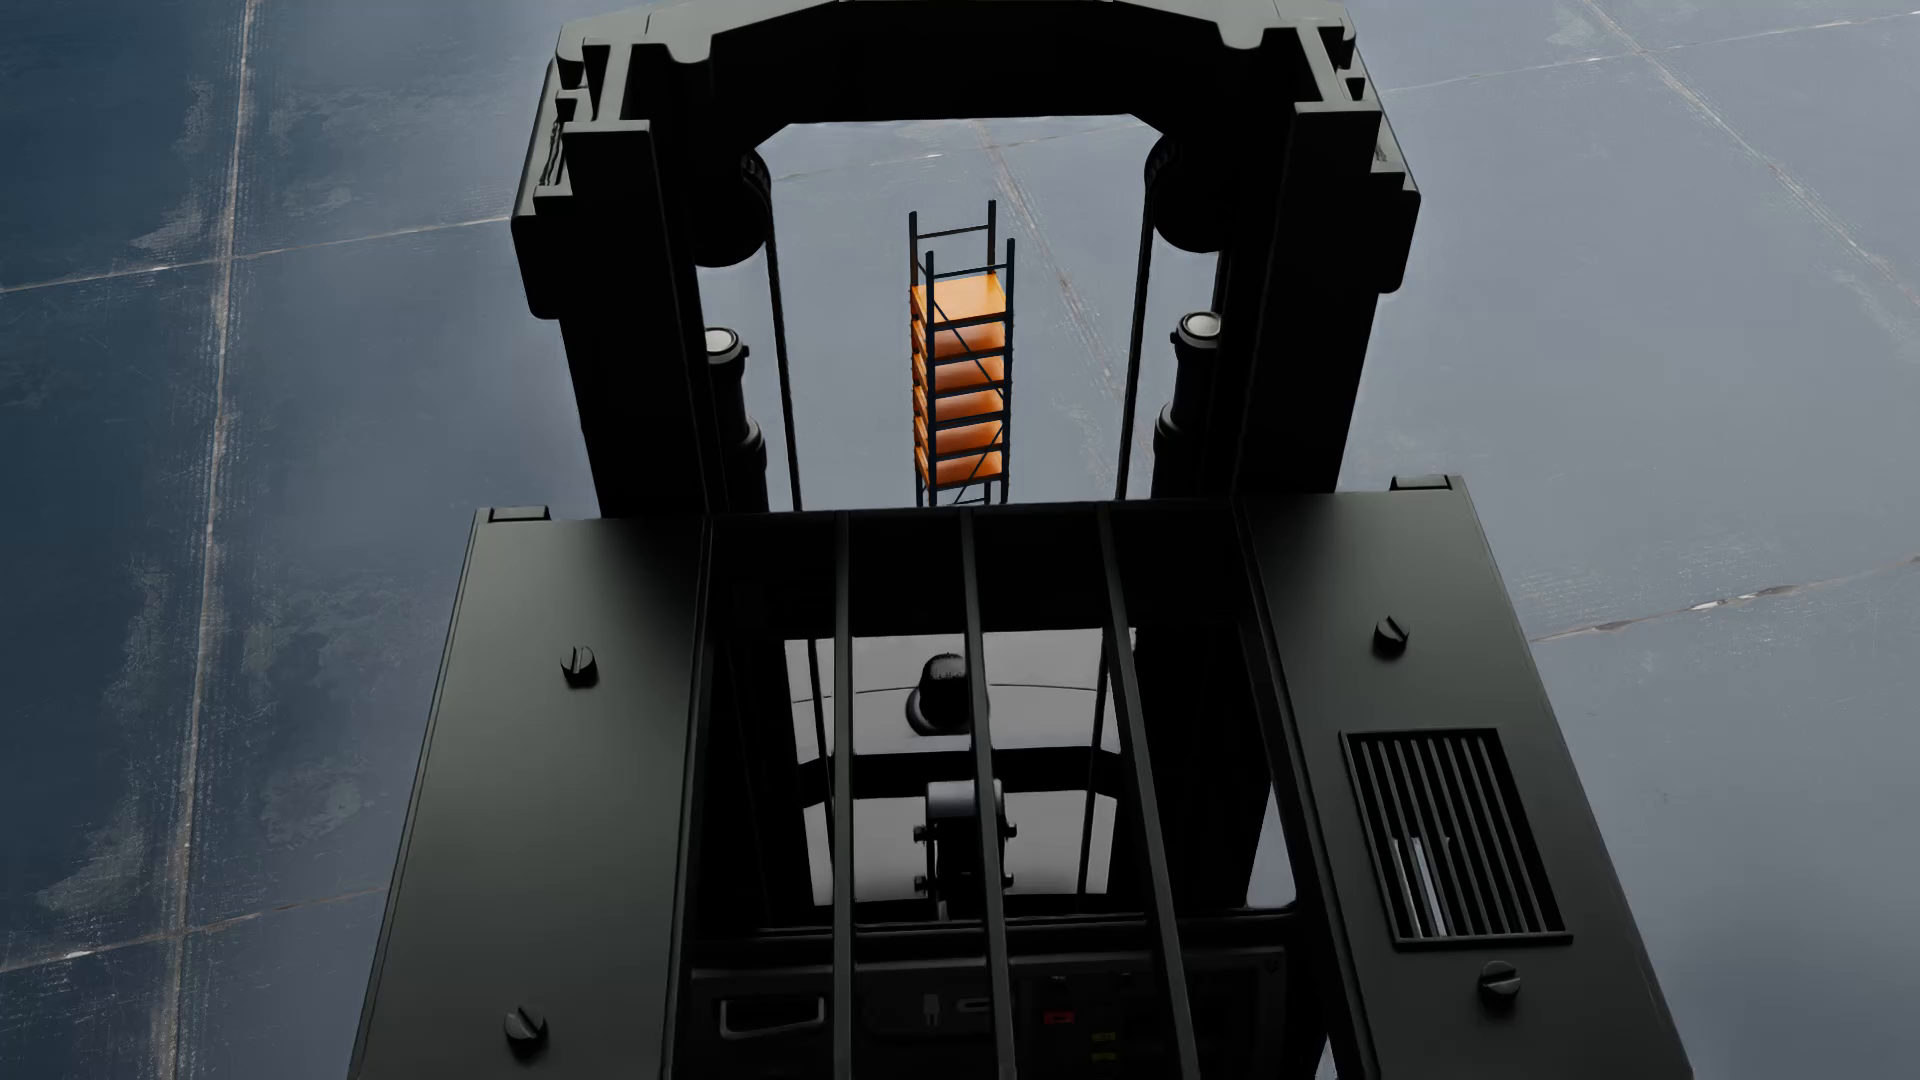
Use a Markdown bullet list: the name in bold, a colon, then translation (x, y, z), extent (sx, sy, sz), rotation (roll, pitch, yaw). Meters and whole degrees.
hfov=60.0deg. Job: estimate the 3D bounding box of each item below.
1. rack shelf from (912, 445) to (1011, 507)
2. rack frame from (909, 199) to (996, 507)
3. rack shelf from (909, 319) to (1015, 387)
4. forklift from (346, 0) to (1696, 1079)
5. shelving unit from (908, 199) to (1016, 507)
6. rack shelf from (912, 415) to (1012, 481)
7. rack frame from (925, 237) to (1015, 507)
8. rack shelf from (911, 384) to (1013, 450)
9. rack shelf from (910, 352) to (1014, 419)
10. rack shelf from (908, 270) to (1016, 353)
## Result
- **rack shelf**: translation (0.004, -0.211, 5.015), extent (0.258, 0.103, 0.180), rotation (-11, 47, -10)
- **rack frame**: translation (-0.020, -0.473, 4.874), extent (0.240, 1.200, 0.006), rotation (-11, 47, -10)
- **rack shelf**: translation (0.004, -0.547, 4.672), extent (0.258, 0.103, 0.180), rotation (-11, 47, -10)
- **forklift**: translation (0.031, 0.883, 2.333), extent (1.130, 2.935, 3.031), rotation (-2, 46, -2)
- **shelving unit**: translation (0.004, -0.410, 4.812), extent (0.258, 1.200, 0.189), rotation (-11, 47, -10)
- **rack shelf**: translation (0.004, -0.295, 4.929), extent (0.258, 0.103, 0.180), rotation (-11, 47, -10)
- **rack frame**: translation (0.027, -0.347, 4.750), extent (0.240, 1.200, 0.006), rotation (-11, 47, -10)
- **rack shelf**: translation (0.004, -0.379, 4.843), extent (0.258, 0.103, 0.180), rotation (-11, 47, -10)
- **rack shelf**: translation (0.004, -0.463, 4.758), extent (0.258, 0.103, 0.180), rotation (-11, 47, -10)
- **rack shelf**: translation (0.004, -0.631, 4.586), extent (0.258, 0.103, 0.180), rotation (-11, 47, -10)
